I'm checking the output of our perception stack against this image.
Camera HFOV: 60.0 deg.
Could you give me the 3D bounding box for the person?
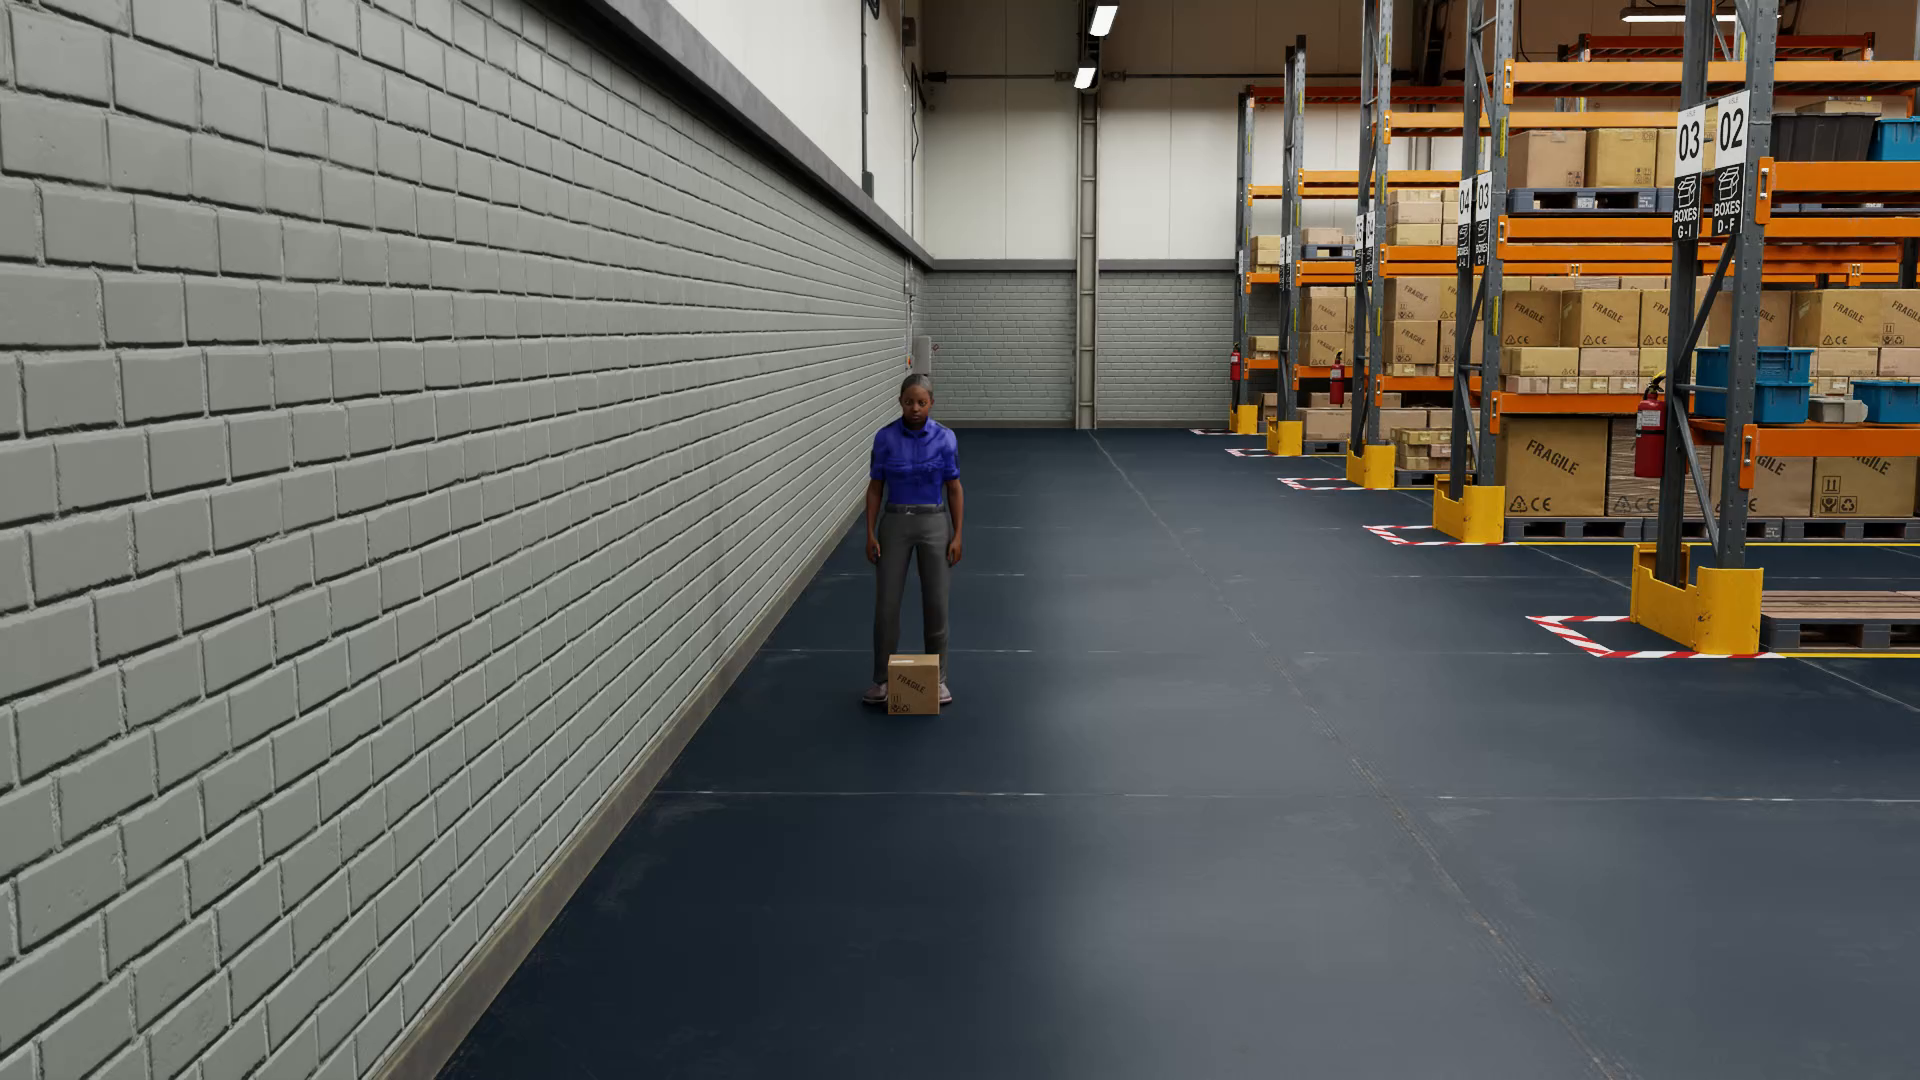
[{"bbox_3d":[-0.236,-0.011,8.378,0.506,1.655,0.347,0,7,1],"label":"person"}]
